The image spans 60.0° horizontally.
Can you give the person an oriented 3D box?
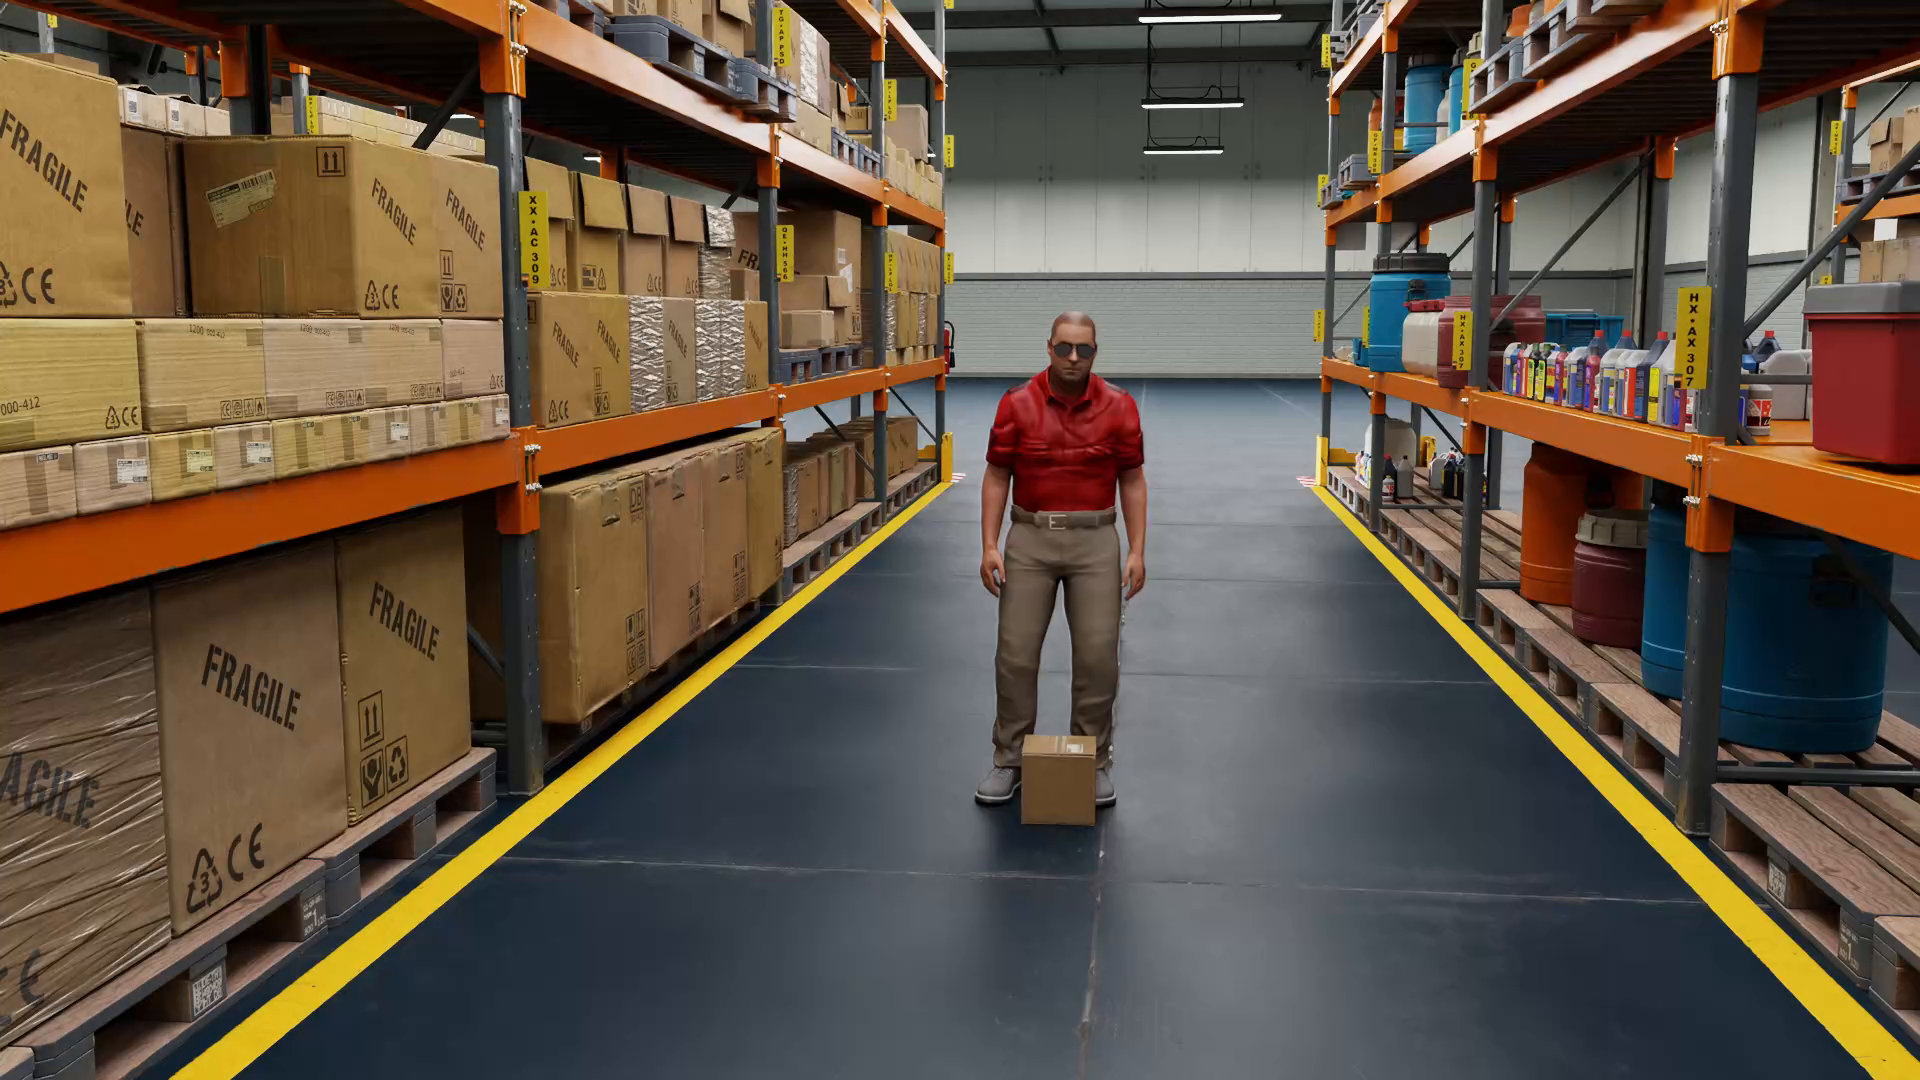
[{"bbox_3d":[0.361,0.059,5.898,0.604,1.726,0.394,0,8,3],"label":"person"}]
